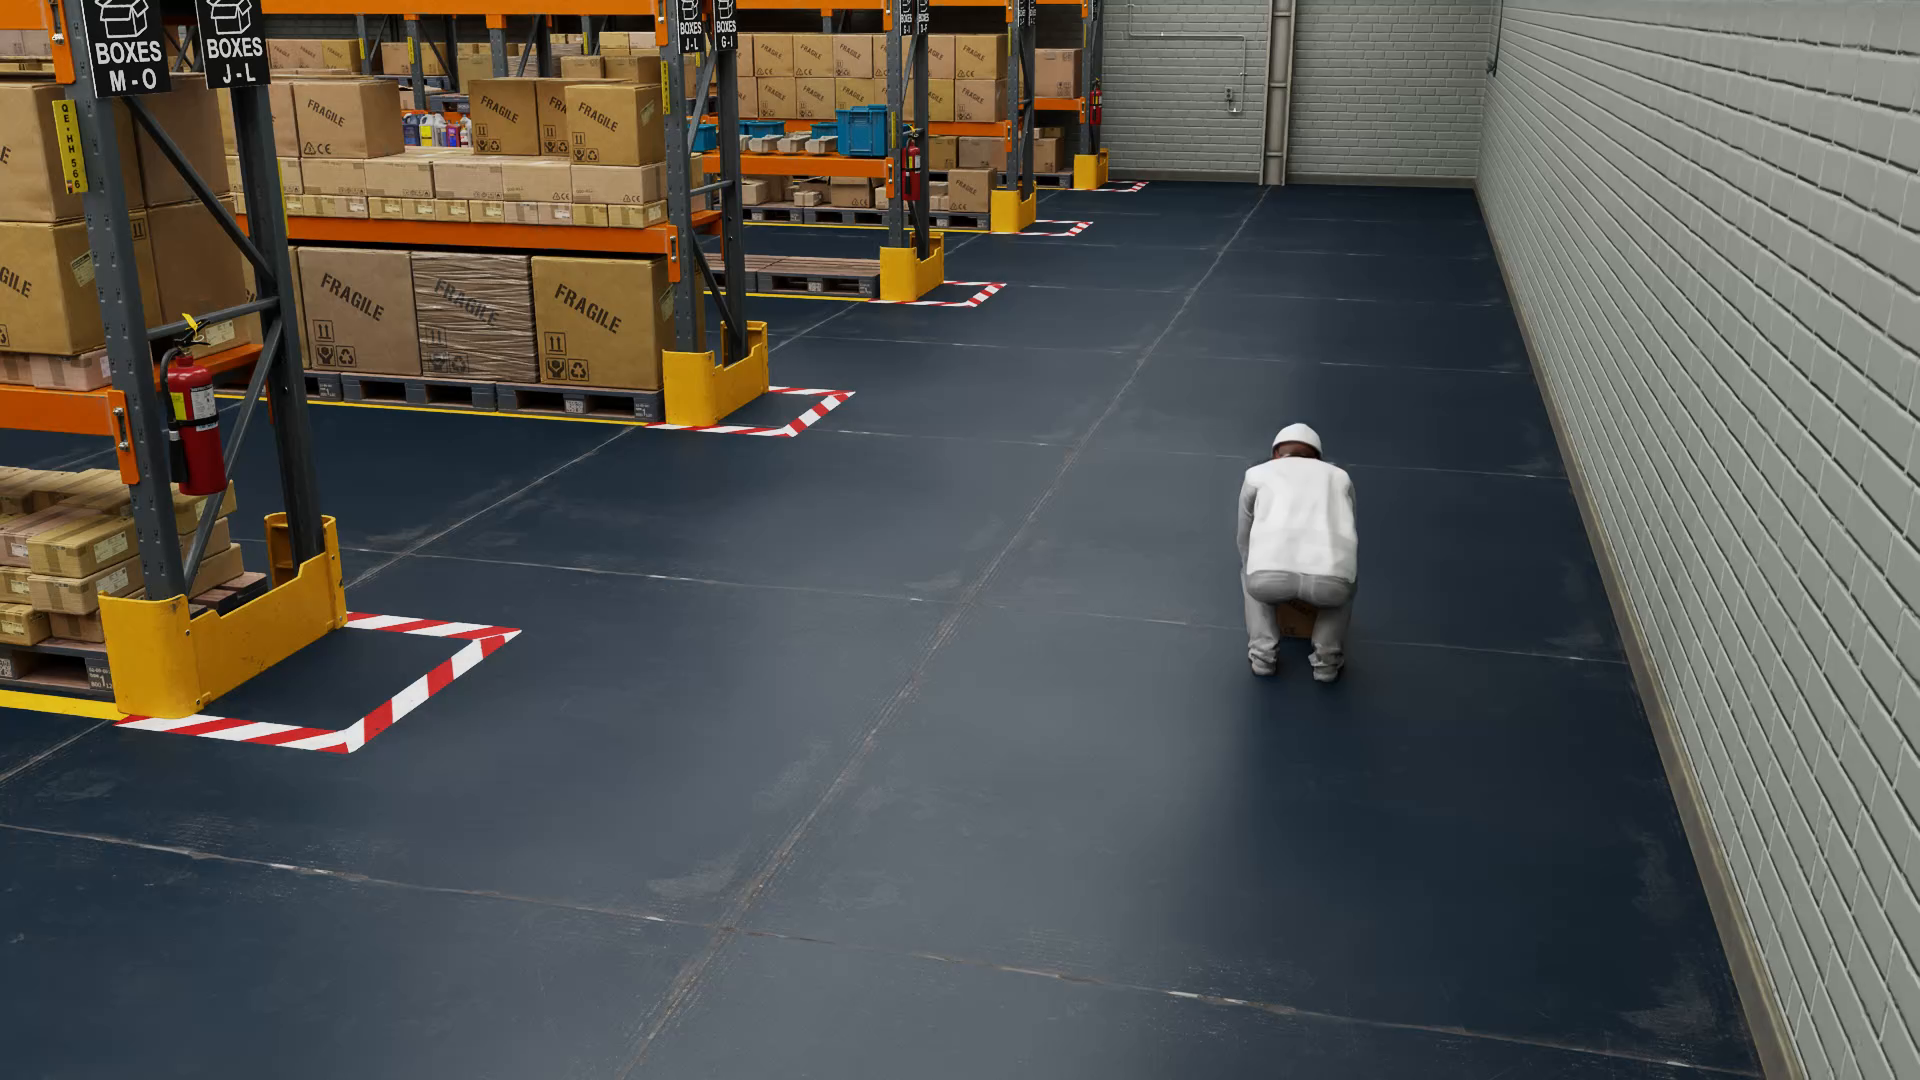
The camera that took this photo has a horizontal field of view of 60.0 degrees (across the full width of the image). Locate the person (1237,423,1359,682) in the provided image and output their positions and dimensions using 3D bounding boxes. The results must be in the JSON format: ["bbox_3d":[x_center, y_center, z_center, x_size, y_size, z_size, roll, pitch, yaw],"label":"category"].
[{"bbox_3d":[1.452,0.050,7.170,0.542,0.964,0.908,4,19,13],"label":"person"}]
